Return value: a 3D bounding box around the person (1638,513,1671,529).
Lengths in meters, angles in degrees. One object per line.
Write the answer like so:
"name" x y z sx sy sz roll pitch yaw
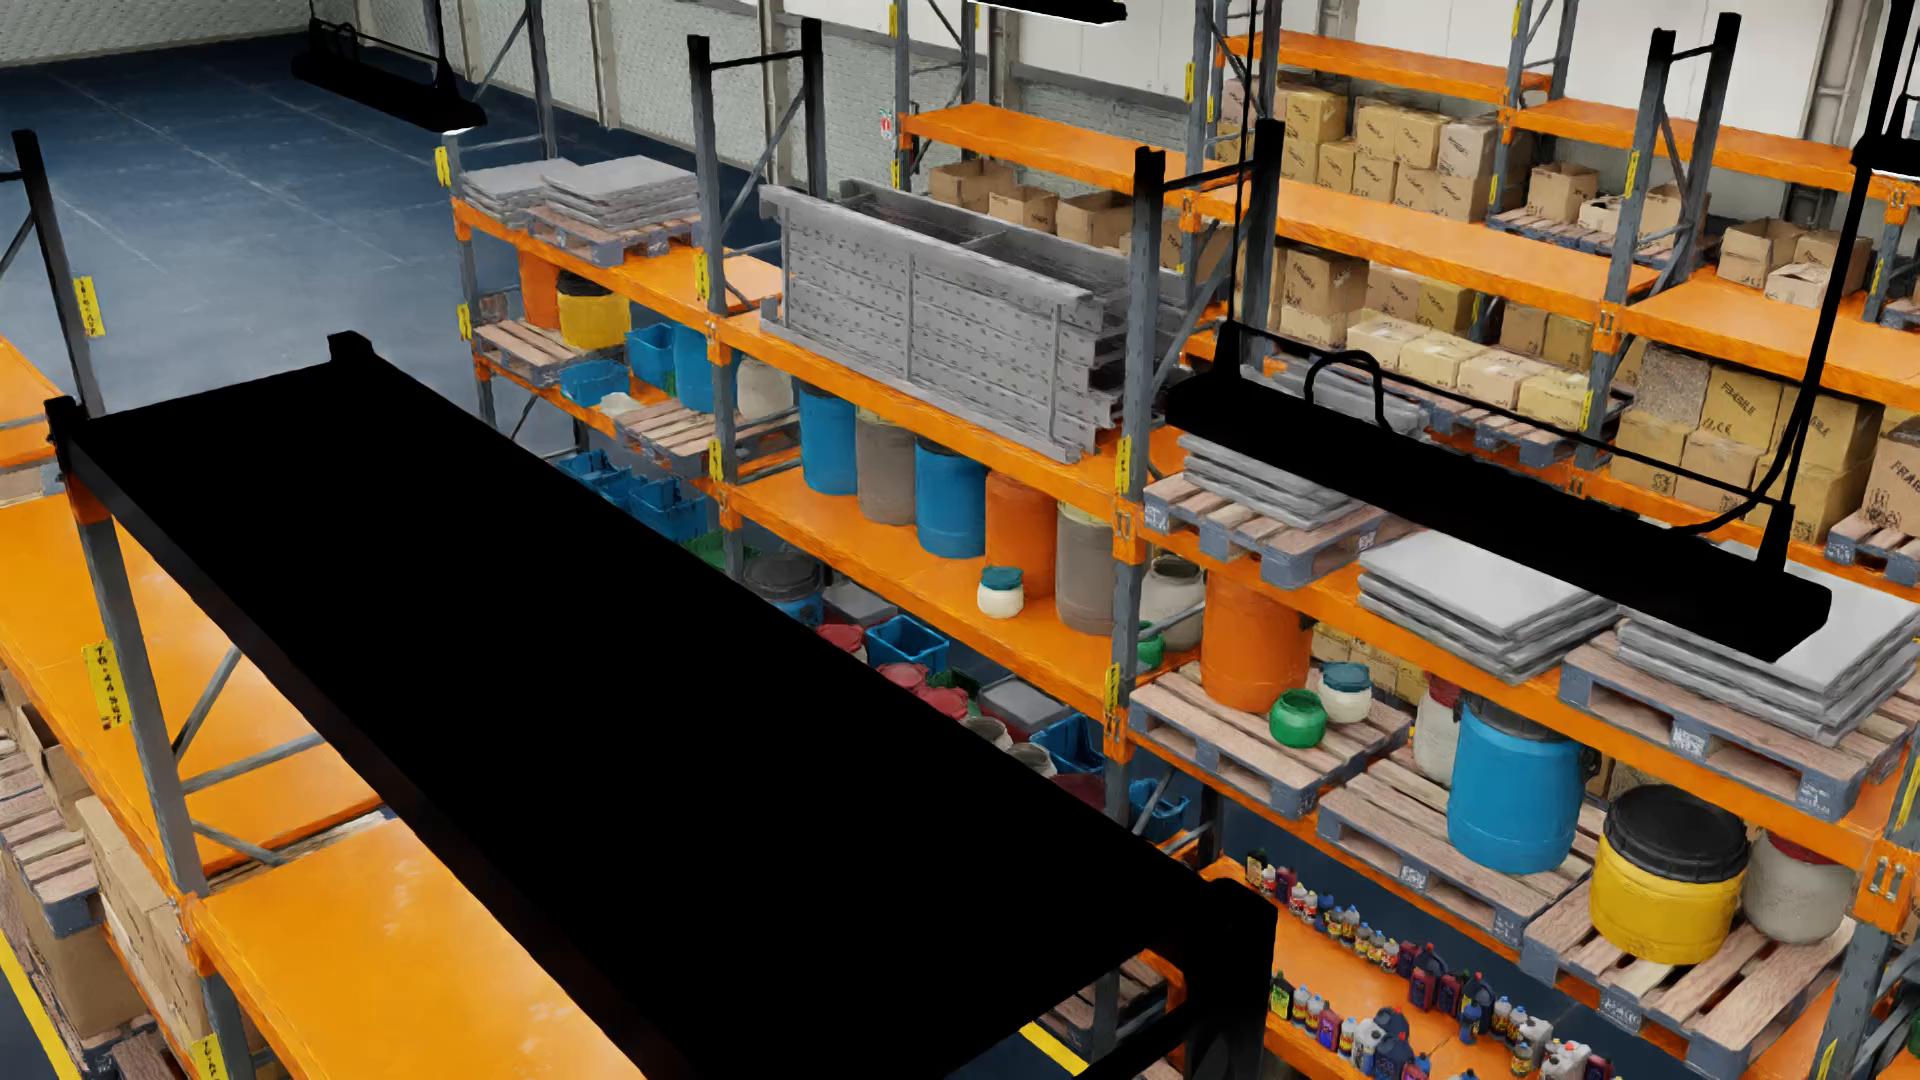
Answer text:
"person" 6.543 -0.128 15.899 0.599 1.695 1.187 -23 35 -38
